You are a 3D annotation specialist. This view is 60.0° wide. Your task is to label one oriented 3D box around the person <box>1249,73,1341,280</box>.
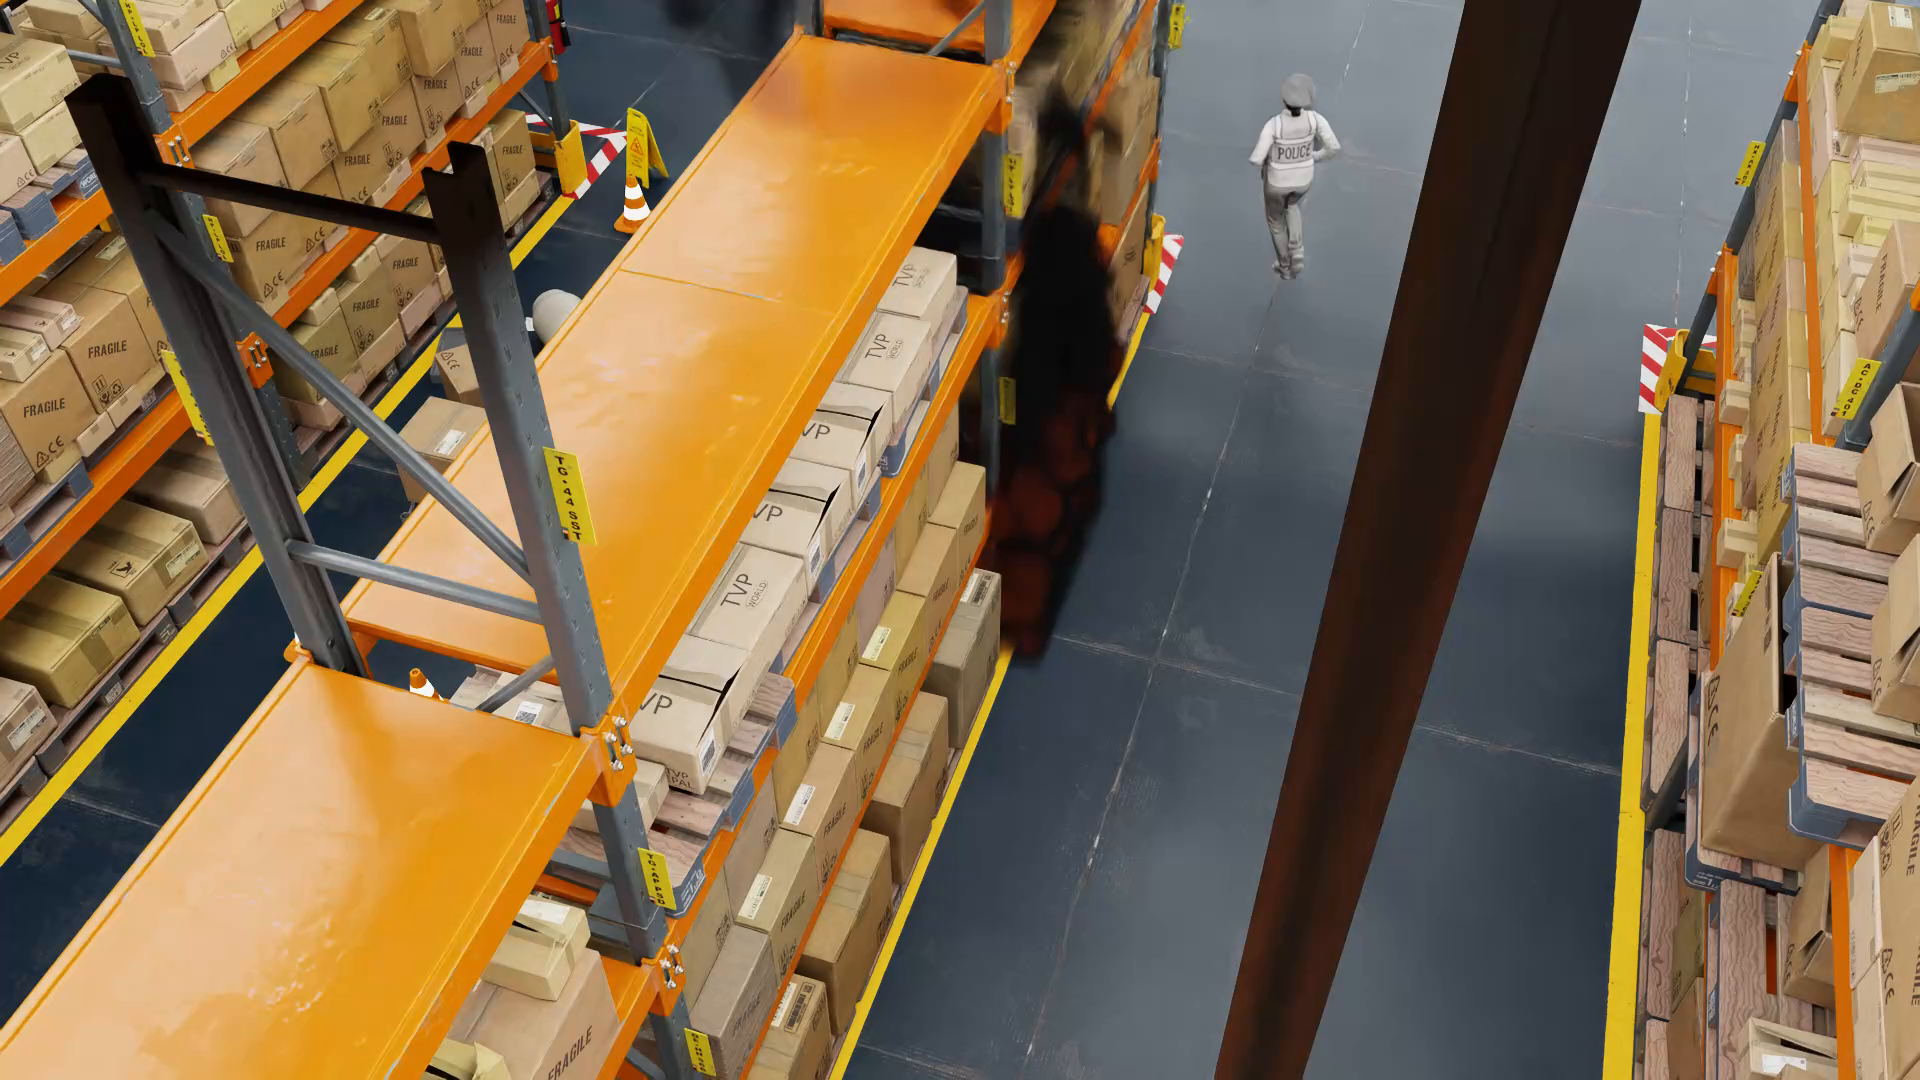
[{"bbox_3d":[2.390,-2.653,12.180,0.650,1.678,0.466,-6,46,-6],"label":"person"}]
